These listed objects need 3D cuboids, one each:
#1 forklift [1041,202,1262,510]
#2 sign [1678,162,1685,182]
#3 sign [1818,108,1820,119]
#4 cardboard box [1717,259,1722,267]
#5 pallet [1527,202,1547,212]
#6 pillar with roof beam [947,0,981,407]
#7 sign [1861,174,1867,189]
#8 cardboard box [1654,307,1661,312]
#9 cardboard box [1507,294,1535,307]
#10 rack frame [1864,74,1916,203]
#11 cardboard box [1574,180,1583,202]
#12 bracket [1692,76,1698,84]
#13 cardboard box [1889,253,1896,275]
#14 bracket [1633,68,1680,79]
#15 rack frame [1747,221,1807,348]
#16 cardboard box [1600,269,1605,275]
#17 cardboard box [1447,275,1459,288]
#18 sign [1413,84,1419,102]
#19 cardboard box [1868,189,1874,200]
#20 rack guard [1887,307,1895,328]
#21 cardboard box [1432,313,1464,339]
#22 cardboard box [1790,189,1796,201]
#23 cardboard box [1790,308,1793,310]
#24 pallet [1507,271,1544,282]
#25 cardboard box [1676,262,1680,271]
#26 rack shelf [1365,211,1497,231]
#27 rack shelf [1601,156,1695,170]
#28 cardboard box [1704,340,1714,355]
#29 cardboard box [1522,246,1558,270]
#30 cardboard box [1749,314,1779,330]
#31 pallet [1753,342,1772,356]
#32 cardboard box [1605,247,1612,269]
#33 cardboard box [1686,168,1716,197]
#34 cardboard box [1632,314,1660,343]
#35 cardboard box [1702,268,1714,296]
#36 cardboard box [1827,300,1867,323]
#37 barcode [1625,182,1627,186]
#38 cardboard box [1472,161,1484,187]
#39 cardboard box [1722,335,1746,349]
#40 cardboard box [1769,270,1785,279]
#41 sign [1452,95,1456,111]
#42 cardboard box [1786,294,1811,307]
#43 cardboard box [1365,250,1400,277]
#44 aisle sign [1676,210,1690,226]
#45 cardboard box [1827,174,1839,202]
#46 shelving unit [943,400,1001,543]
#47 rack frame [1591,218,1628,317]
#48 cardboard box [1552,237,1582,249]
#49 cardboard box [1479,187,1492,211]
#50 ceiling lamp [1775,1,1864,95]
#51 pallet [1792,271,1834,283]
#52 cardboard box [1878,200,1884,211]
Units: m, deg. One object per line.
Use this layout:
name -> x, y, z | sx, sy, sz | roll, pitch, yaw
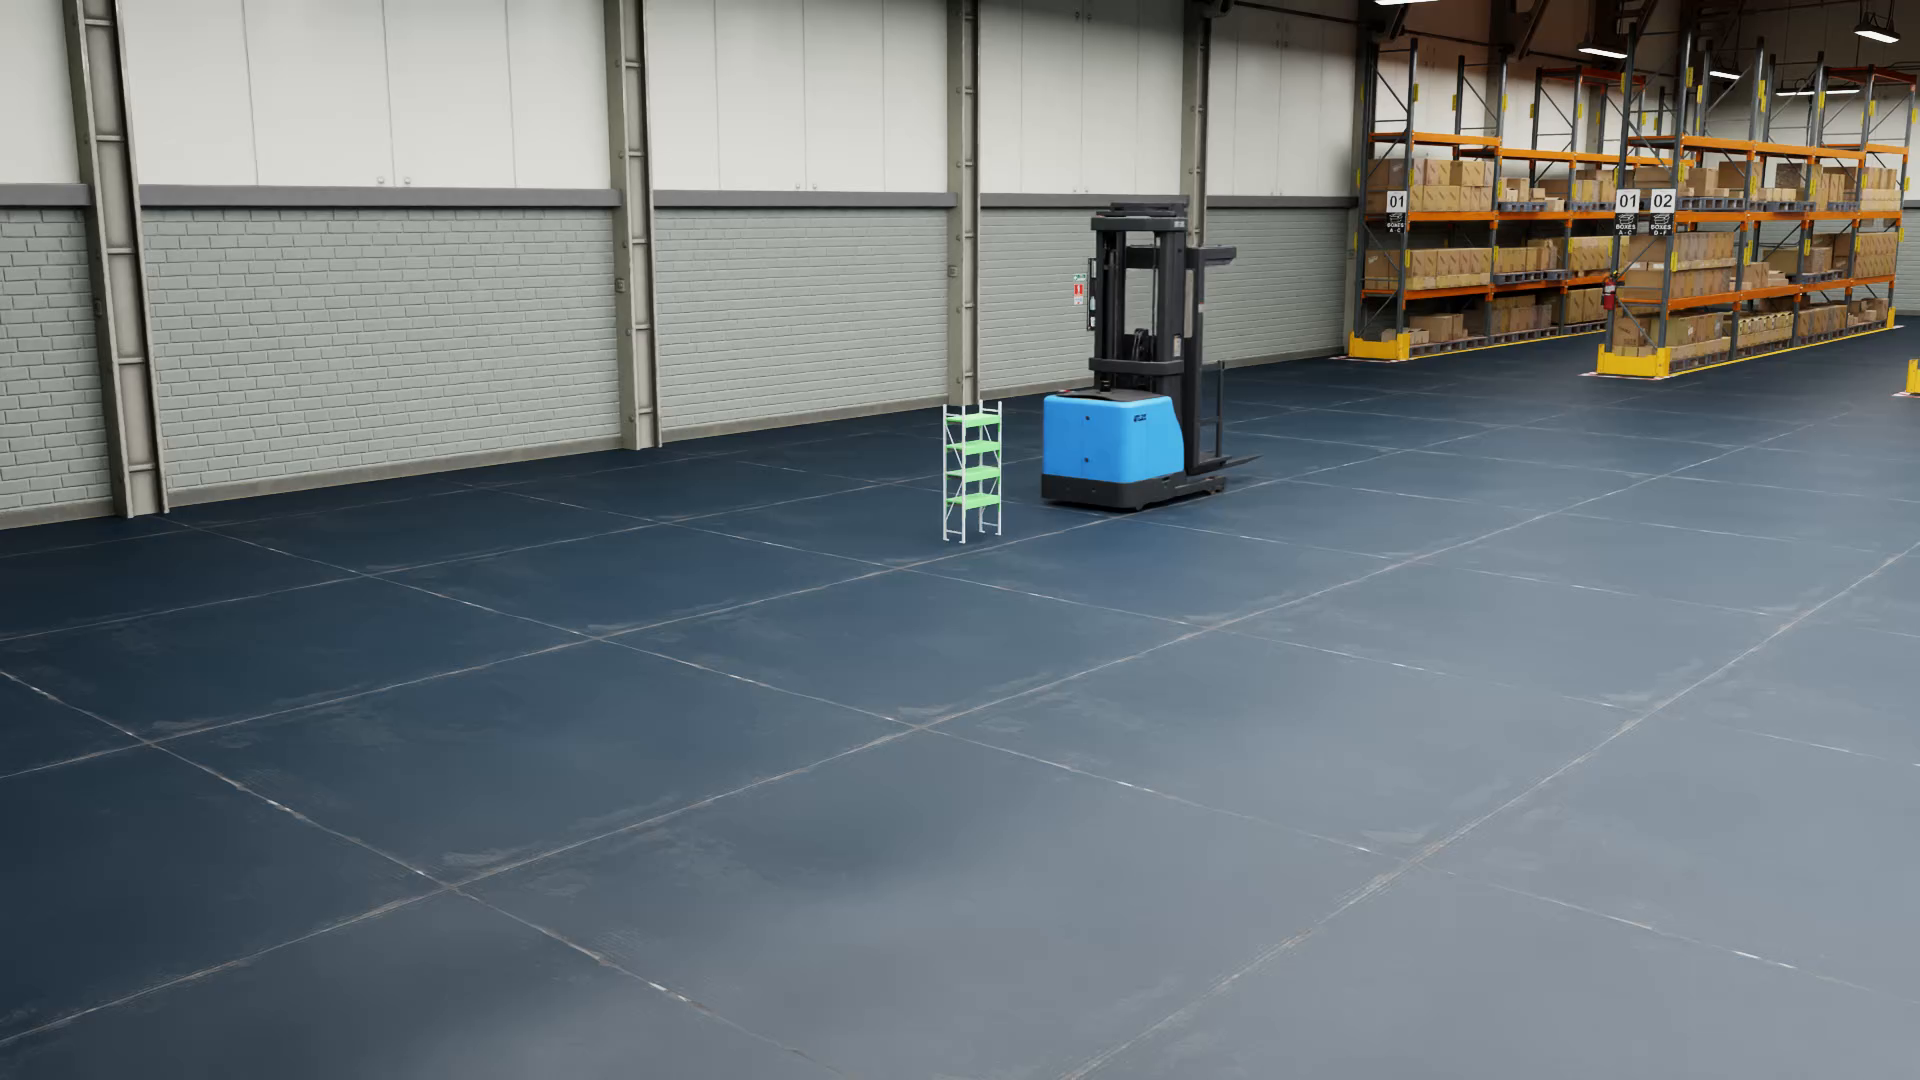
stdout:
forklift -> 2.113, -1.958, 17.033 | 1.130, 2.935, 3.031 | 9, 14, 38
sign -> 12.300, -6.269, 28.345 | 0.100, 0.325, 0.005 | 10, 15, 40
sign -> 19.413, -9.680, 37.614 | 0.100, 0.325, 0.005 | 10, 15, 40
cardboard box -> 14.001, -5.177, 31.061 | 0.380, 0.149, 0.250 | 10, 15, 40
pallet -> 11.974, -7.240, 36.123 | 1.213, 0.211, 1.003 | 10, 15, 40
pillar with roof beam -> 3.288, -5.877, 21.162 | 9.100, 9.000, 0.400 | 10, 15, 40
sign -> 20.228, -8.015, 37.196 | 0.100, 0.325, 0.005 | 10, 15, 40
cardboard box -> 17.676, -6.113, 42.970 | 0.700, 0.500, 0.500 | 9, 14, 39
cardboard box -> 12.585, -5.389, 37.378 | 0.500, 0.250, 0.500 | 10, 15, 41
rack frame -> 22.449, -9.699, 40.295 | 1.000, 3.000, 0.127 | 10, 15, 40
cardboard box -> 14.032, -8.119, 38.665 | 0.700, 0.500, 0.500 | 9, 14, 37
bracket -> 19.850, -12.506, 45.159 | 0.235, 0.232, 0.430 | 10, 15, 40
cardboard box -> 22.358, -6.705, 40.366 | 0.500, 0.500, 0.500 | 10, 15, 42
bracket -> 18.138, -12.124, 43.249 | 0.076, 0.066, 4.783 | 10, 15, 40
rack frame -> 17.168, -5.580, 34.989 | 1.000, 3.000, 0.127 | 10, 15, 40
cardboard box -> 15.203, -6.427, 39.823 | 0.380, 0.149, 0.250 | 9, 15, 39
cardboard box -> 9.732, -5.236, 33.601 | 0.500, 0.250, 0.500 | 10, 15, 41
sign -> 8.571, -8.411, 31.262 | 0.100, 0.325, 0.005 | 10, 15, 40
cardboard box -> 20.645, -7.924, 38.175 | 0.500, 0.250, 0.500 | 10, 15, 40
rack guard -> 22.399, -5.520, 41.071 | 1.175, 0.500, 0.348 | 10, 15, 40
cardboard box -> 10.149, -4.463, 34.658 | 0.500, 0.500, 0.500 | 8, 14, 36
cardboard box -> 16.911, -7.109, 34.298 | 0.500, 0.250, 0.500 | 8, 14, 36
cardboard box -> 17.951, -4.814, 36.413 | 0.500, 0.500, 0.500 | 9, 14, 38
pallet -> 12.168, -5.829, 36.727 | 1.003, 0.211, 1.213 | 10, 15, 40
cardboard box -> 12.480, -4.839, 29.369 | 0.380, 0.149, 0.250 | 9, 15, 39
rack shelf -> 9.484, -6.455, 33.550 | 1.077, 0.370, 4.000 | 10, 15, 40
rack shelf -> 17.405, -9.495, 42.135 | 1.077, 0.370, 4.000 | 10, 15, 40
cardboard box -> 13.729, -3.605, 31.048 | 0.500, 0.250, 0.500 | 10, 15, 40
cardboard box -> 13.142, -6.414, 37.788 | 0.700, 0.500, 0.500 | 8, 14, 34
cardboard box -> 16.334, -4.452, 33.860 | 0.500, 0.311, 0.500 | 10, 15, 40
pallet -> 15.790, -3.918, 33.787 | 1.003, 0.211, 1.213 | 10, 15, 40
cardboard box -> 15.302, -6.763, 39.849 | 0.500, 0.500, 0.500 | 10, 15, 40
cardboard box -> 13.189, -6.406, 29.784 | 0.500, 0.500, 0.500 | 10, 15, 40
cardboard box -> 12.667, -3.894, 30.585 | 0.500, 0.500, 0.500 | 10, 15, 40
cardboard box -> 13.562, -4.822, 30.942 | 0.700, 0.500, 0.500 | 10, 15, 41
cardboard box -> 21.045, -5.437, 39.524 | 0.797, 0.503, 0.637 | 10, 15, 40
barcode -> 11.724, -6.265, 29.280 | 0.001, 0.075, 0.075 | 10, 15, 40
cardboard box -> 10.321, -7.460, 33.886 | 0.500, 0.500, 0.500 | 11, 16, 43
cardboard box -> 14.980, -3.876, 32.408 | 0.500, 0.250, 0.500 | 9, 15, 39
cardboard box -> 16.895, -5.488, 34.758 | 0.500, 0.311, 0.500 | 11, 16, 44
sign -> 10.383, -9.180, 34.907 | 0.100, 0.325, 0.005 | 10, 15, 40
cardboard box -> 18.646, -5.339, 37.129 | 0.500, 0.250, 0.500 | 10, 15, 40
cardboard box -> 8.315, -5.444, 32.724 | 0.500, 0.500, 0.500 | 10, 15, 40
aisle sign -> 18.998, -8.643, 43.690 | 0.394, 0.787, 0.004 | 10, 15, 40
cardboard box -> 18.996, -7.777, 36.751 | 0.600, 0.600, 0.600 | 10, 15, 40
shelving unit -> 0.109, -0.613, 14.716 | 0.258, 1.200, 0.503 | 10, 15, 40
rack frame -> 16.085, -6.808, 41.140 | 1.000, 3.000, 0.127 | 10, 15, 40
cardboard box -> 13.957, -6.830, 38.268 | 0.500, 0.250, 0.500 | 10, 15, 42
cardboard box -> 10.655, -7.054, 34.407 | 0.500, 0.500, 0.500 | 10, 15, 42
ceiling lamp -> 22.394, -13.269, 43.269 | 2.000, 3.185, 0.800 | 10, 15, 40
pallet -> 18.448, -5.772, 36.444 | 1.003, 0.211, 1.213 | 10, 15, 40
cardboard box -> 21.307, -7.826, 38.958 | 0.500, 0.250, 0.500 | 10, 15, 40
